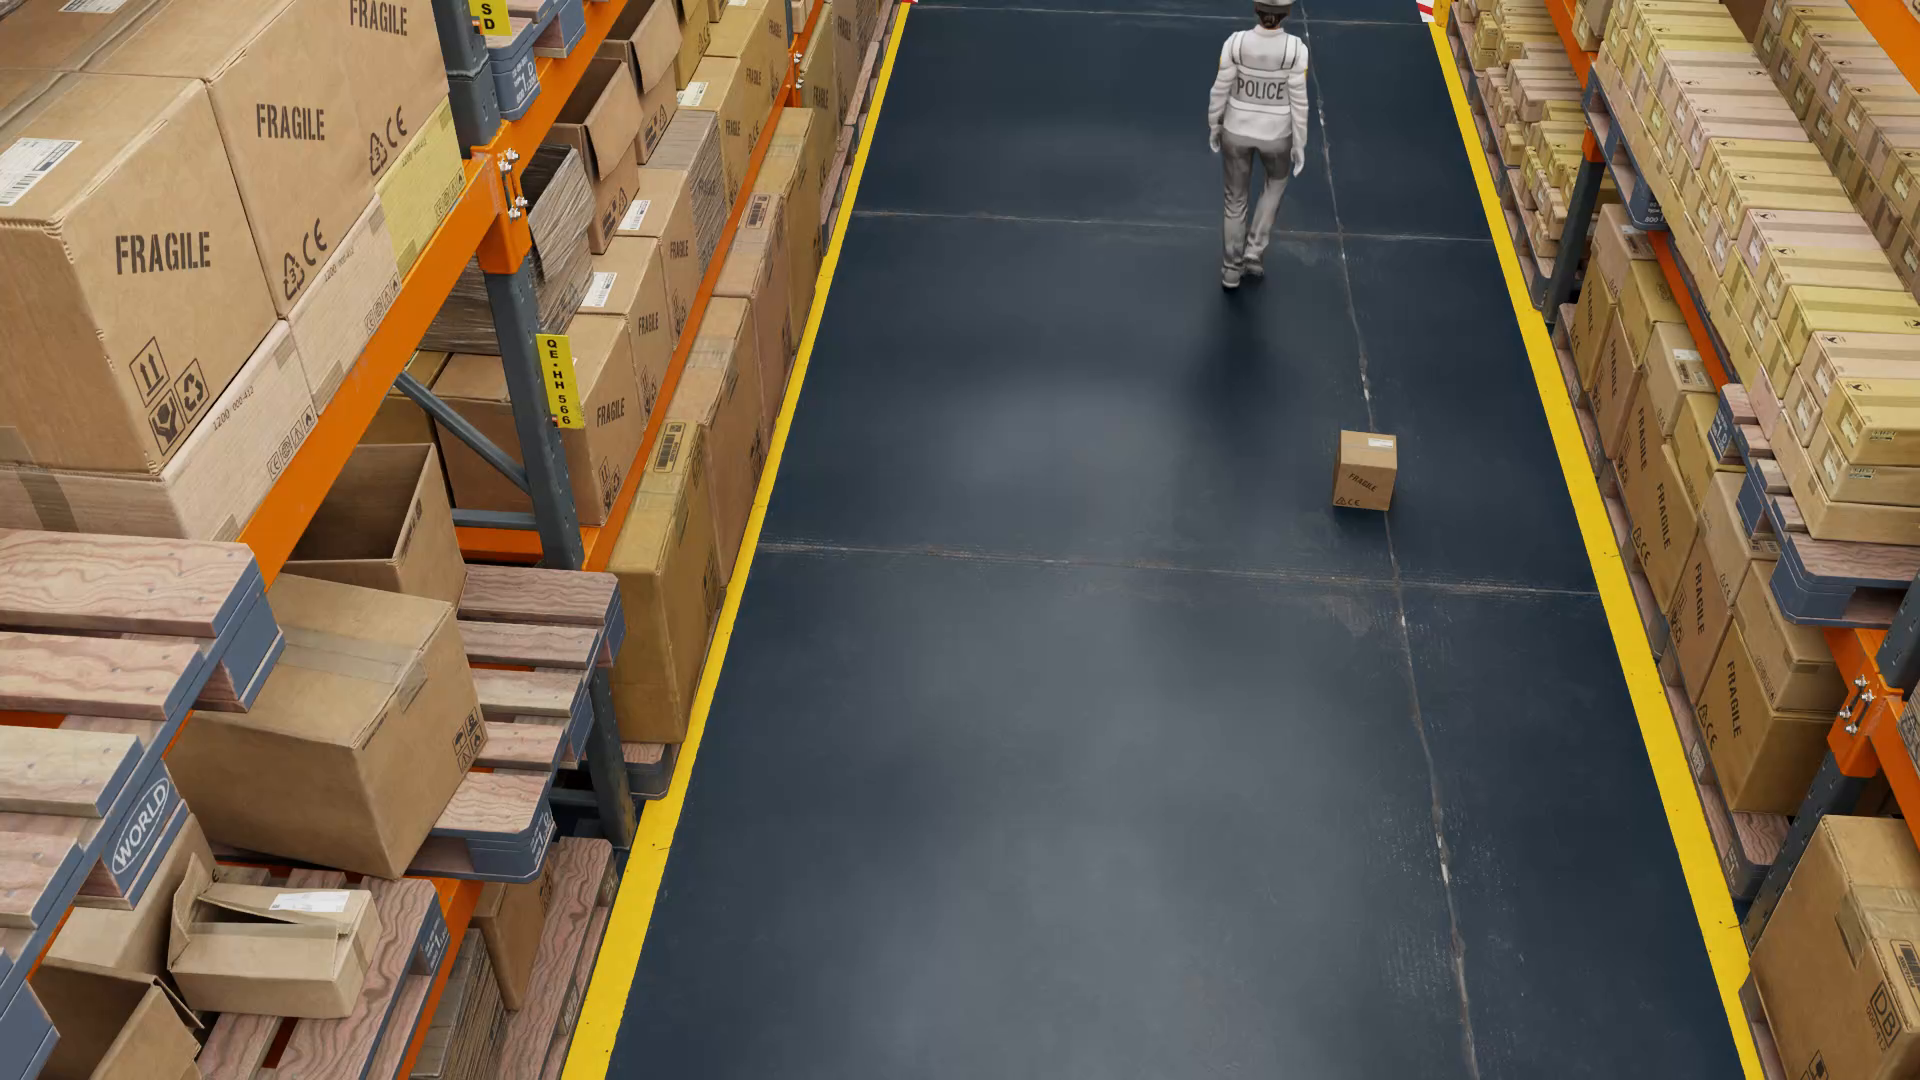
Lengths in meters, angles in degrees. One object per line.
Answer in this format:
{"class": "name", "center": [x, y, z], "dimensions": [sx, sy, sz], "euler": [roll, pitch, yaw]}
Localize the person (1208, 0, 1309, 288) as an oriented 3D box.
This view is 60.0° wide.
{"class": "person", "center": [1.535, -2.101, 8.604], "dimensions": [0.519, 1.712, 0.436], "euler": [8, 41, 9]}
